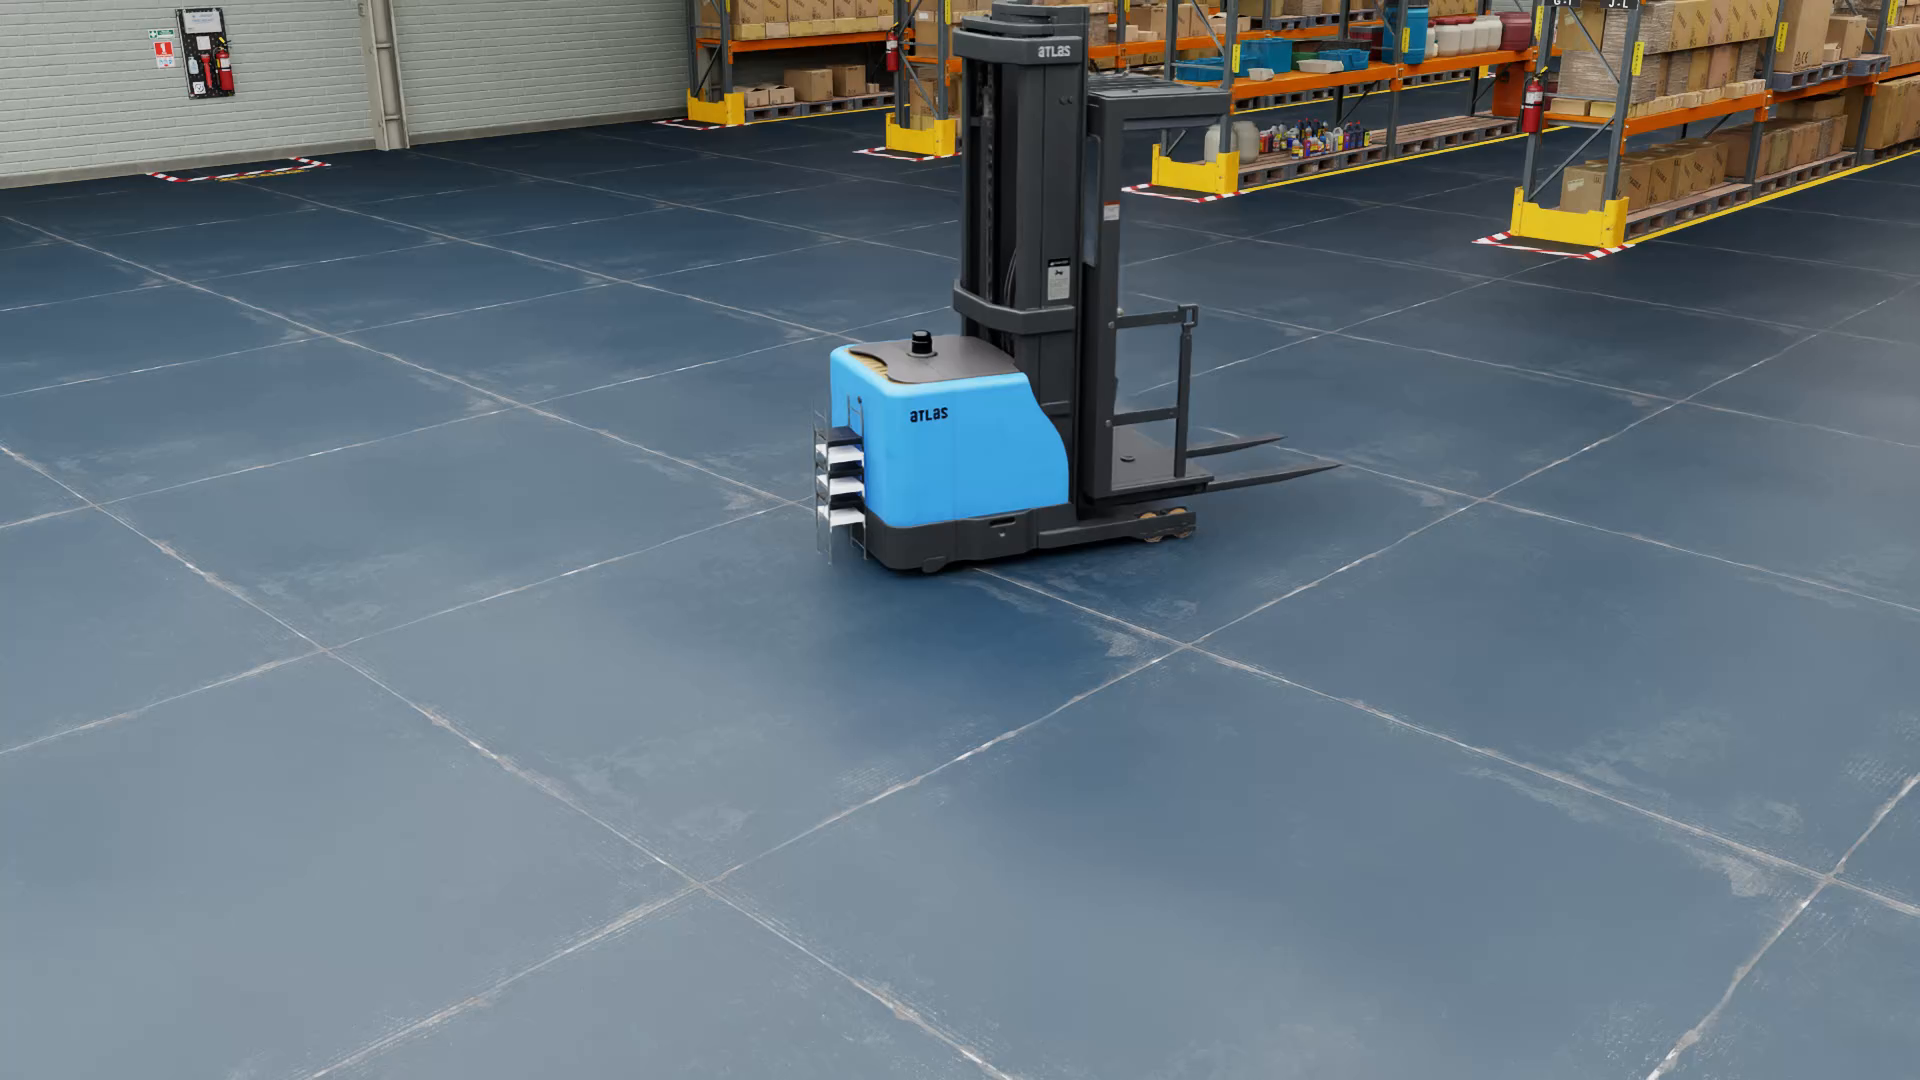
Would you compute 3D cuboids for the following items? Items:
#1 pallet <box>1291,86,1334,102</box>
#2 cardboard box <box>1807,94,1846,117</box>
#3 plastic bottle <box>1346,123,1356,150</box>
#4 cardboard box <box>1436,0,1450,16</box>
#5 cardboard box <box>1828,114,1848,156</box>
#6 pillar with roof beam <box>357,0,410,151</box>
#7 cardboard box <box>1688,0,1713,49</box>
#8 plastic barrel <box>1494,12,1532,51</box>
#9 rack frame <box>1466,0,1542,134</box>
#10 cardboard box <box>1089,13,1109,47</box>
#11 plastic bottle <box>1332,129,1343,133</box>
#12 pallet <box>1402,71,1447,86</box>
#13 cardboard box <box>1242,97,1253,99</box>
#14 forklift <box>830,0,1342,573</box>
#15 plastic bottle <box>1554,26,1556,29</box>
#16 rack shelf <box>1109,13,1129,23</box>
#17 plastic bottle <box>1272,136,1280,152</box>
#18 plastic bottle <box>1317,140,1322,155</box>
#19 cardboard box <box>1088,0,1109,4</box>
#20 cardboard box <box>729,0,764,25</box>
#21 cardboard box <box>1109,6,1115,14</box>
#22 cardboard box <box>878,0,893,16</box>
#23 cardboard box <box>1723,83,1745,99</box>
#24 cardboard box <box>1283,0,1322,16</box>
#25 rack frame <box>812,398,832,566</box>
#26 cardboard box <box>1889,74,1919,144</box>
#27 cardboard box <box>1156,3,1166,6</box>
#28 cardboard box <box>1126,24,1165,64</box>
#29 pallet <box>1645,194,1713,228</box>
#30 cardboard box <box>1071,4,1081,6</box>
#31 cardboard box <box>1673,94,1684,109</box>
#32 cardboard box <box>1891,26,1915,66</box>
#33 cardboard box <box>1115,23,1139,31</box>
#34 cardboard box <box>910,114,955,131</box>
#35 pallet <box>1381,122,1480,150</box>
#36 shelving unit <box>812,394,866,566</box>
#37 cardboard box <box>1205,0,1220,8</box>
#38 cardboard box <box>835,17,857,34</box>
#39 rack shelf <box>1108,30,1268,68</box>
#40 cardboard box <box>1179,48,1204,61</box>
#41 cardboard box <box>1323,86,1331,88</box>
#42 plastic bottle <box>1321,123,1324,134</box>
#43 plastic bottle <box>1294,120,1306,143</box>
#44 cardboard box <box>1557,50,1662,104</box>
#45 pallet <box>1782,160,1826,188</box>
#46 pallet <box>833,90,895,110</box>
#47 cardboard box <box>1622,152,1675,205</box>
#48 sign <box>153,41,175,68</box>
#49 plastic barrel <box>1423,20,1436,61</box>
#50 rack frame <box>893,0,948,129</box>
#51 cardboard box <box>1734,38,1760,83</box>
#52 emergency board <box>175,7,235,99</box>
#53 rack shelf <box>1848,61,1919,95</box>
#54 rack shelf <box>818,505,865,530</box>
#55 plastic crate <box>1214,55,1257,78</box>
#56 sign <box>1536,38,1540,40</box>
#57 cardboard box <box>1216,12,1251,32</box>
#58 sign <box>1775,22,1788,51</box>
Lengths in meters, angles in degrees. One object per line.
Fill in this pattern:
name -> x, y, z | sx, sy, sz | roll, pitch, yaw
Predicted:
pallet -> 6.413, -8.380, 31.083 | 1.003, 0.211, 1.213 | 19, 28, 41
cardboard box -> 11.664, -5.916, 22.610 | 0.500, 0.250, 0.500 | -19, 28, -40
plastic bottle -> 5.394, -5.600, 23.042 | 0.144, 0.351, 0.185 | 18, 27, 38
cardboard box -> 9.415, -10.716, 33.135 | 0.500, 0.500, 0.500 | 19, 28, 40
cardboard box -> 11.657, -5.568, 22.751 | 0.700, 0.500, 0.500 | 17, 27, 38
pillar with roof beam -> -5.351, -8.946, 20.308 | 9.100, 9.000, 0.400 | 19, 28, 41
cardboard box -> 7.809, -5.631, 18.097 | 0.500, 0.500, 0.500 | 19, 28, 41
plastic barrel -> 8.454, -7.815, 25.536 | 0.600, 0.536, 0.708 | 19, 28, 41
rack frame -> 8.561, -7.946, 26.068 | 1.000, 3.000, 0.127 | 19, 28, 41
cardboard box -> 1.919, -8.090, 26.302 | 0.700, 0.500, 0.500 | 18, 28, 39
plastic bottle -> 5.270, -5.596, 23.135 | 0.152, 0.276, 0.135 | 19, 28, 41
pallet -> 9.136, -9.405, 33.750 | 1.003, 0.211, 1.213 | 19, 28, 41
cardboard box -> 4.822, -7.903, 29.203 | 0.500, 0.250, 0.500 | -19, 28, -41
forklift -> 0.815, -1.517, 9.437 | 3.031, 2.935, 1.130 | -9, 23, -22
plastic bottle -> 9.474, -8.074, 26.579 | 0.097, 0.271, 0.097 | 0, 21, 0
rack shelf -> 2.858, -10.604, 33.986 | 1.077, 0.370, 4.000 | 19, 28, 41
plastic bottle -> 4.342, -5.438, 22.829 | 0.097, 0.201, 0.097 | 0, 21, 0
plastic bottle -> 4.846, -5.316, 22.513 | 0.097, 0.201, 0.097 | 0, 21, 0
cardboard box -> 1.919, -8.695, 26.069 | 0.700, 0.500, 0.500 | 19, 28, 41
cardboard box -> -3.570, -8.706, 27.181 | 0.500, 0.500, 0.500 | 19, 28, 41
cardboard box -> 2.921, -10.742, 33.663 | 0.380, 0.149, 0.250 | 19, 28, 41
cardboard box -> -1.436, -9.488, 29.215 | 0.500, 0.500, 0.500 | 19, 28, 41
cardboard box -> 8.887, -5.229, 19.349 | 0.380, 0.149, 0.250 | 19, 28, 41
cardboard box -> 6.148, -9.807, 30.184 | 0.500, 0.500, 0.700 | -14, 25, -32
rack frame -> -0.759, -0.314, 9.138 | 0.006, 0.900, 0.240 | -9, 23, -22
cardboard box -> 13.233, -6.310, 24.188 | 1.225, 0.875, 0.875 | 19, 28, 41
cardboard box -> 4.061, -11.118, 34.641 | 0.250, 0.149, 0.380 | -20, 28, -41
cardboard box -> 3.893, -10.447, 34.985 | 0.750, 0.750, 0.750 | 20, 28, 41
pallet -> 8.025, -3.880, 19.376 | 1.003, 0.211, 1.213 | 19, 28, 41
cardboard box -> 1.651, -8.186, 25.648 | 0.380, 0.149, 0.250 | 19, 28, 41
cardboard box -> 7.766, -4.870, 18.413 | 0.380, 0.149, 0.250 | 19, 28, 41
cardboard box -> 13.002, -6.943, 23.319 | 0.500, 0.500, 0.500 | 18, 28, 39
cardboard box -> 2.706, -8.368, 27.352 | 0.396, 0.266, 0.258 | 18, 28, 39
cardboard box -> -0.404, -6.255, 24.915 | 0.500, 0.250, 0.500 | 19, 28, 41
pallet -> 7.142, -6.143, 25.263 | 1.003, 0.211, 1.213 | 19, 28, 41
shelving unit -> -0.666, -0.329, 9.175 | 0.210, 0.900, 0.258 | -9, 23, -22
cardboard box -> 5.156, -11.916, 35.977 | 0.980, 0.700, 0.700 | 18, 28, 39
cardboard box -> -2.134, -8.880, 28.679 | 0.500, 0.250, 0.500 | 19, 28, 40
rack shelf -> 3.619, -8.337, 28.087 | 1.077, 0.370, 4.000 | 19, 28, 41
cardboard box -> 4.848, -10.650, 36.001 | 0.700, 0.500, 0.500 | 20, 29, 41
cardboard box -> 6.612, -8.670, 30.822 | 0.500, 0.500, 0.500 | 18, 27, 39
plastic bottle -> 5.105, -5.767, 23.571 | 0.061, 0.283, 0.133 | 19, 28, 41
plastic bottle -> 4.778, -5.735, 23.393 | 0.144, 0.351, 0.185 | 18, 27, 38
cardboard box -> 6.932, -4.970, 17.771 | 0.875, 0.500, 0.500 | 19, 28, 41
pallet -> 10.712, -4.893, 22.009 | 1.003, 0.211, 1.213 | 19, 28, 41
pallet -> -1.771, -7.915, 29.872 | 1.003, 0.211, 1.213 | 19, 28, 41
cardboard box -> 7.819, -4.154, 19.101 | 0.500, 0.500, 0.500 | -17, 27, -37
sign -> -10.646, -6.498, 22.251 | 0.001, 0.329, 0.234 | 19, 28, 41
plastic barrel -> 6.595, -7.173, 23.865 | 0.433, 0.535, 0.433 | 0, 21, 0
rack frame -> -0.566, -7.131, 23.946 | 1.000, 3.000, 0.127 | 19, 28, 41
cardboard box -> 8.961, -5.764, 19.836 | 0.875, 0.500, 0.500 | 19, 28, 41
emergency board -> -10.186, -6.598, 22.560 | 0.194, 1.169, 0.643 | 19, 28, 41
rack shelf -> 13.505, -6.885, 24.309 | 1.077, 0.370, 4.000 | 19, 28, 41
rack shelf -> -0.666, -0.129, 9.252 | 0.200, 0.077, 0.258 | -9, 23, -22
plastic crate -> 3.572, -6.190, 21.704 | 0.499, 0.251, 0.408 | 19, 28, 41
sign -> 8.960, -7.887, 25.685 | 0.100, 0.325, 0.005 | 19, 28, 41
cardboard box -> 4.730, -9.063, 29.097 | 0.500, 0.311, 0.500 | -18, 27, -39
sign -> 9.713, -5.949, 19.664 | 0.100, 0.325, 0.005 | 19, 28, 41
